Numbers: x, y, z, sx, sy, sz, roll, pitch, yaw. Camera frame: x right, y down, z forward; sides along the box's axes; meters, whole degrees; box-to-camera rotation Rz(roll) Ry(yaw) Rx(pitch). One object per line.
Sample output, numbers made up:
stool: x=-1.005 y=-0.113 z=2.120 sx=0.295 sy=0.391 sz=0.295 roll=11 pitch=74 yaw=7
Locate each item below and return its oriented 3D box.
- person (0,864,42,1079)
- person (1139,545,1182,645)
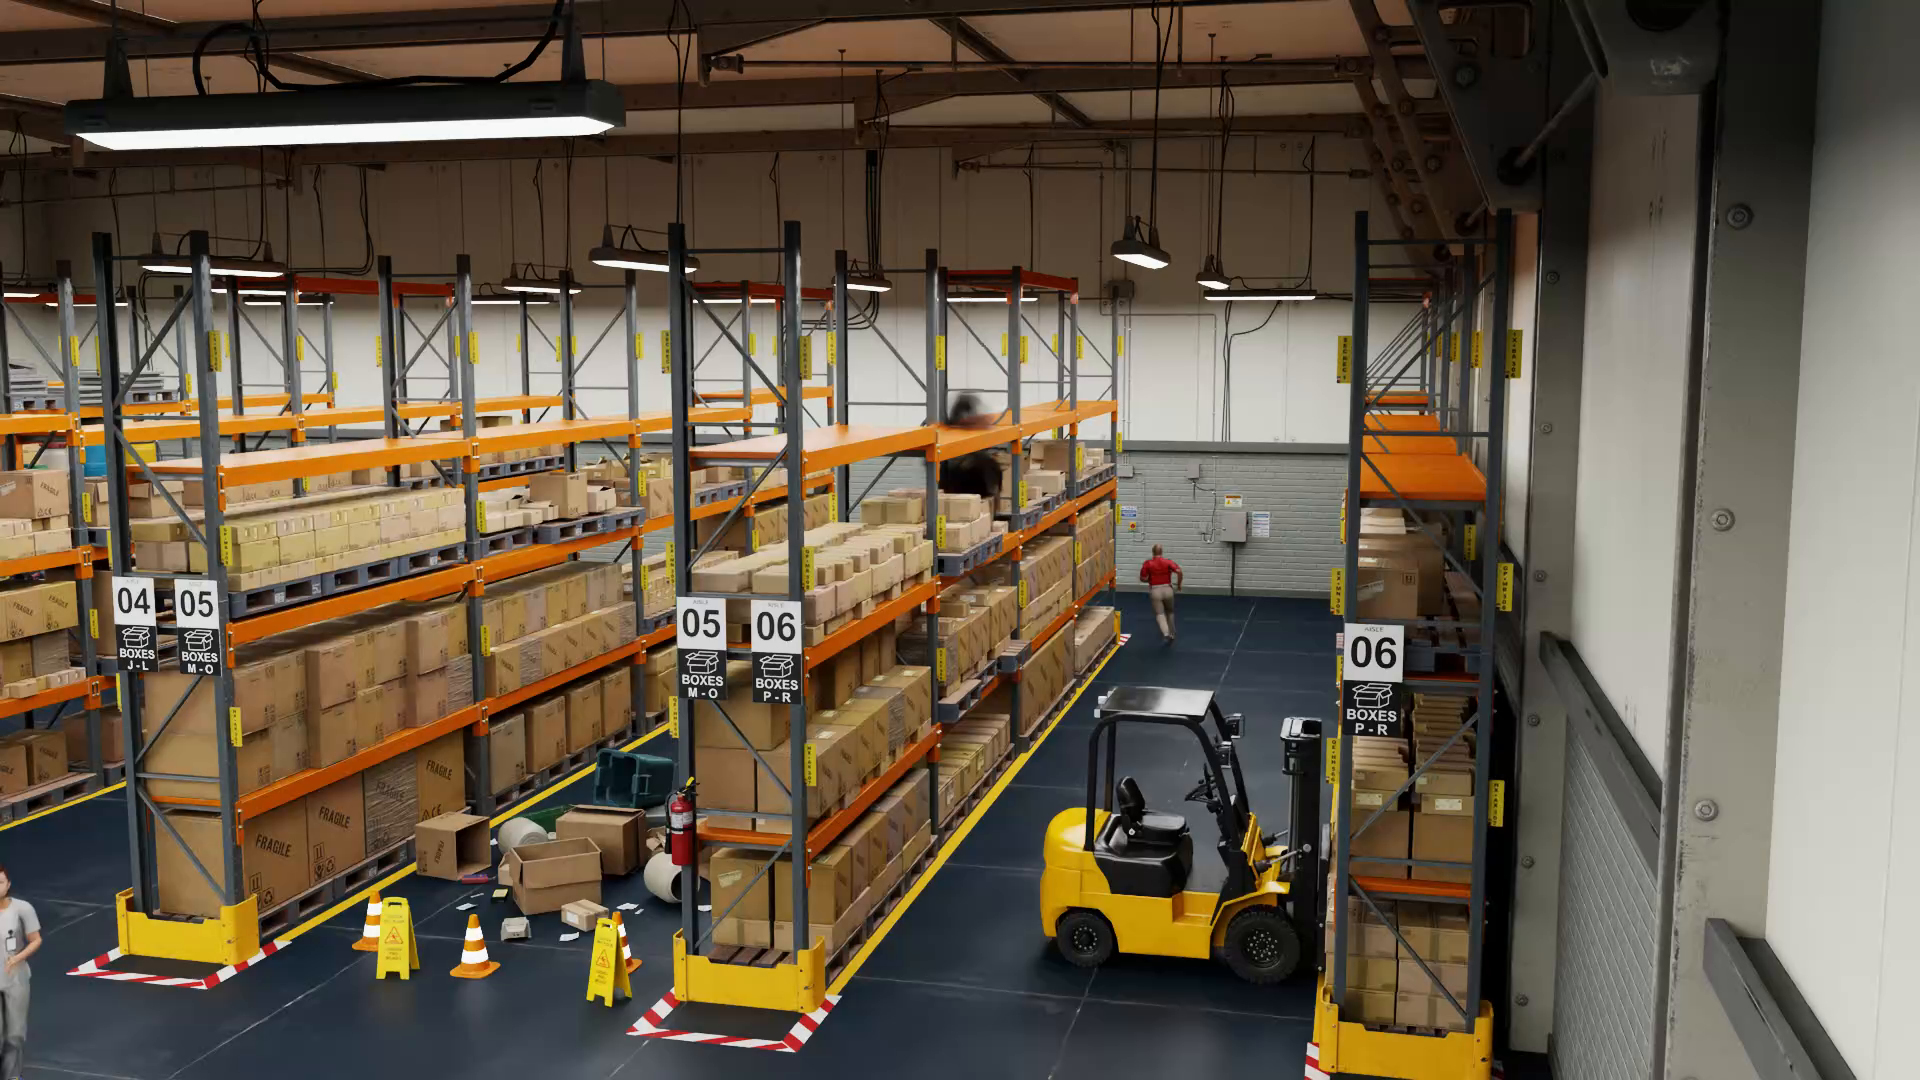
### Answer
person: x=-6.455 y=2.987 z=11.165 sx=0.548 sy=1.633 sz=0.620 roll=-5 pitch=8 yaw=-34
person: x=3.348 y=0.934 z=27.859 sx=0.703 sy=1.724 sz=0.909 roll=0 pitch=7 yaw=1
